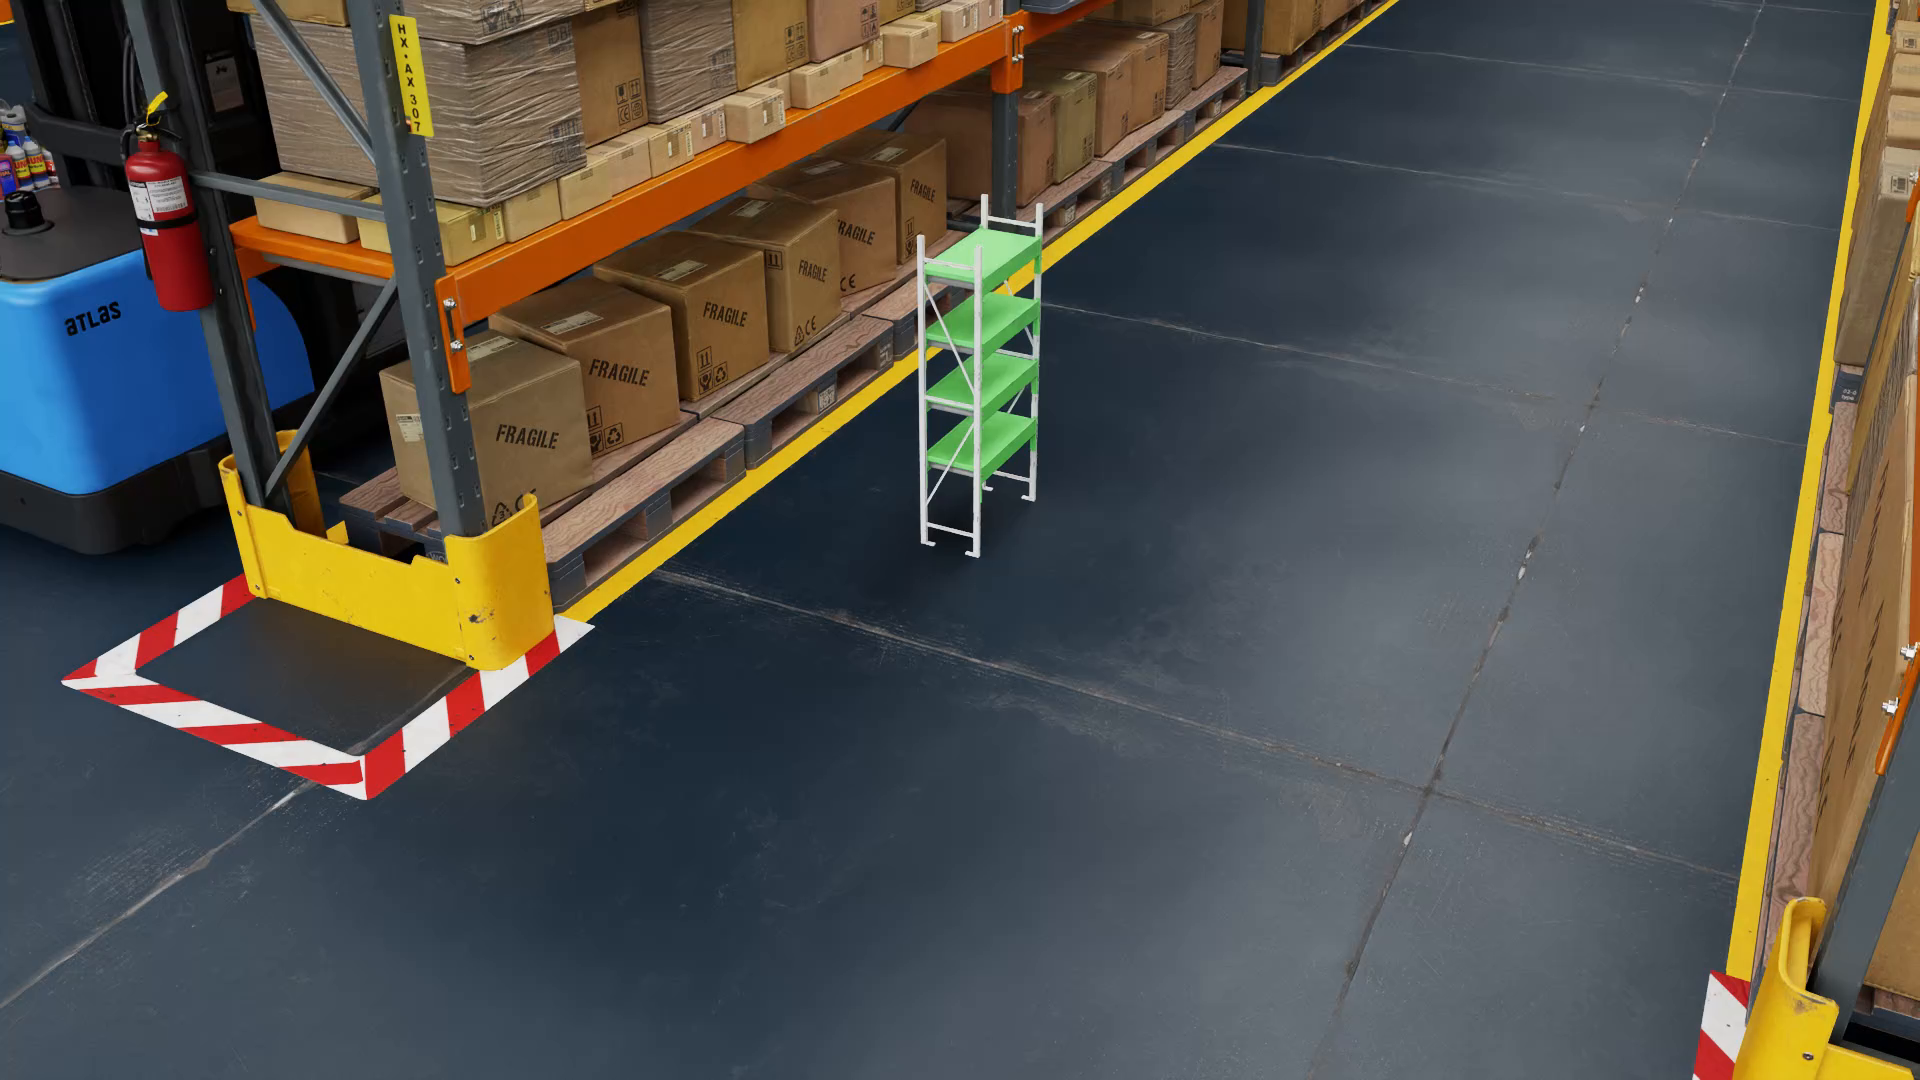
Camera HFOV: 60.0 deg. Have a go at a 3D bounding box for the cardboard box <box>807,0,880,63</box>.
[{"bbox_3d":[-0.839,-2.333,6.901,0.875,0.500,0.500,14,33,23],"label":"cardboard box"}]

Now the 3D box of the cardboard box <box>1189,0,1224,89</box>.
[{"bbox_3d":[1.353,-3.383,11.197,0.700,0.500,0.500,13,32,21],"label":"cardboard box"}]

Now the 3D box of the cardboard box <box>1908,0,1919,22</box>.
[{"bbox_3d":[6.088,-3.193,10.134,0.500,0.250,0.500,13,33,22],"label":"cardboard box"}]

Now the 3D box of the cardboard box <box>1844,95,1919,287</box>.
[{"bbox_3d":[4.834,-1.563,7.797,1.050,0.750,0.750,14,33,23],"label":"cardboard box"}]

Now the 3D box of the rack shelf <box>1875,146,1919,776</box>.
[{"bbox_3d":[3.277,-0.436,4.719,1.077,0.370,4.000,14,33,23],"label":"rack shelf"}]

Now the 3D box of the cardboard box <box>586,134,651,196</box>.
[{"bbox_3d":[-1.308,-1.324,5.795,0.380,0.149,0.250,14,33,23],"label":"cardboard box"}]

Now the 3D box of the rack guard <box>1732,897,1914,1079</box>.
[{"bbox_3d":[2.355,1.234,3.600,1.175,0.500,0.348,14,33,23],"label":"rack guard"}]

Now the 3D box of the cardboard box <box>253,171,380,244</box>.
[{"bbox_3d":[-2.057,-1.095,5.397,0.380,0.149,0.250,14,33,23],"label":"cardboard box"}]

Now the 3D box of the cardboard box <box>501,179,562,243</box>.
[{"bbox_3d":[-1.531,-1.101,5.407,0.380,0.149,0.250,14,33,23],"label":"cardboard box"}]

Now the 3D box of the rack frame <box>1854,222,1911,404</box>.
[{"bbox_3d":[4.188,-1.634,6.084,1.000,3.000,0.127,14,33,23],"label":"rack frame"}]

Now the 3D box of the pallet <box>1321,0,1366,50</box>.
[{"bbox_3d":[2.624,-4.239,13.421,1.003,0.211,1.213,14,33,23],"label":"pallet"}]

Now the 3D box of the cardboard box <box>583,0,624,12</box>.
[{"bbox_3d":[-1.276,-2.039,5.385,0.500,0.500,0.500,14,33,23],"label":"cardboard box"}]

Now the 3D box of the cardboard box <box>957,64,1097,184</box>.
[{"bbox_3d":[0.352,-2.386,9.460,0.700,0.500,0.500,14,33,23],"label":"cardboard box"}]

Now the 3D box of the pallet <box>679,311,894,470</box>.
[{"bbox_3d":[-1.010,-0.746,7.338,1.003,0.211,1.213,14,33,23],"label":"pallet"}]

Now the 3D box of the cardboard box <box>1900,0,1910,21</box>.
[{"bbox_3d":[6.544,-3.324,11.115,0.500,0.500,0.500,13,32,21],"label":"cardboard box"}]

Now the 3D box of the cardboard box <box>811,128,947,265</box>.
[{"bbox_3d":[-0.399,-1.734,8.346,0.500,0.500,0.500,13,32,22],"label":"cardboard box"}]

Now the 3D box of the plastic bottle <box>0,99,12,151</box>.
[{"bbox_3d":[-5.607,-2.434,9.695,0.144,0.351,0.185,14,33,23],"label":"plastic bottle"}]

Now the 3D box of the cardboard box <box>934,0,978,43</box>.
[{"bbox_3d":[-0.140,-2.425,7.712,0.380,0.149,0.250,14,33,23],"label":"cardboard box"}]

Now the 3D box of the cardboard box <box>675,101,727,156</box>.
[{"bbox_3d":[-1.098,-1.550,6.189,0.380,0.149,0.250,14,33,23],"label":"cardboard box"}]

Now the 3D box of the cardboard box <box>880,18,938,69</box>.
[{"bbox_3d":[-0.322,-2.191,7.306,0.380,0.149,0.250,14,33,23],"label":"cardboard box"}]

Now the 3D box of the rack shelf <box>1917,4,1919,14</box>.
[{"bbox_3d":[6.921,-3.982,10.895,1.077,0.370,4.000,14,33,23],"label":"rack shelf"}]

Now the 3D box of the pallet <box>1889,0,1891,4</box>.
[{"bbox_3d":[8.661,-4.820,14.432,1.003,0.211,1.213,14,33,23],"label":"pallet"}]

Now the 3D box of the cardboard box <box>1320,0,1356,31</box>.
[{"bbox_3d":[2.387,-4.533,12.843,1.225,0.875,0.875,14,33,23],"label":"cardboard box"}]

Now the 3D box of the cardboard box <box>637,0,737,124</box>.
[{"bbox_3d":[-1.341,-1.902,6.150,0.875,0.500,0.500,14,33,23],"label":"cardboard box"}]

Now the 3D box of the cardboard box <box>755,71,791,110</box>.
[{"bbox_3d":[-0.896,-1.778,6.587,0.380,0.149,0.250,14,33,23],"label":"cardboard box"}]

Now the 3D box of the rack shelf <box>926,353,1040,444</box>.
[{"bbox_3d":[0.075,-0.538,6.111,0.258,0.148,0.480,14,33,23],"label":"rack shelf"}]

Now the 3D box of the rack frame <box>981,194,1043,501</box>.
[{"bbox_3d":[0.187,-0.702,6.267,0.240,1.200,0.015,14,33,23],"label":"rack frame"}]

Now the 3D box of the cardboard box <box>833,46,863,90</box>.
[{"bbox_3d":[-0.631,-1.990,6.956,0.380,0.149,0.250,14,33,23],"label":"cardboard box"}]

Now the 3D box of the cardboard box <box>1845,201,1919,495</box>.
[{"bbox_3d":[3.839,-0.632,6.050,0.875,0.875,0.875,15,33,24],"label":"cardboard box"}]

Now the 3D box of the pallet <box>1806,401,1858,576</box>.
[{"bbox_3d":[3.772,-0.106,6.222,1.003,0.211,1.213,14,33,23],"label":"pallet"}]

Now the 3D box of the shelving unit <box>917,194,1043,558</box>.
[{"bbox_3d":[0.075,-0.594,6.079,0.258,1.200,0.503,14,33,23],"label":"shelving unit"}]

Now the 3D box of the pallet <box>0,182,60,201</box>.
[{"bbox_3d":[-5.488,-1.887,9.325,1.003,0.211,1.213,14,33,23],"label":"pallet"}]

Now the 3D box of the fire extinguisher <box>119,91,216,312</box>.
[{"bbox_3d":[-2.466,-1.051,5.146,0.296,0.674,0.183,14,33,23],"label":"fire extinguisher"}]

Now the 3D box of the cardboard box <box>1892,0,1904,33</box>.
[{"bbox_3d":[7.260,-4.011,12.312,0.500,0.500,0.500,16,33,25],"label":"cardboard box"}]

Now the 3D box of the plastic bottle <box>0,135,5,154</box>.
[{"bbox_3d":[-5.565,-2.279,9.574,0.097,0.201,0.097,0,30,0],"label":"plastic bottle"}]

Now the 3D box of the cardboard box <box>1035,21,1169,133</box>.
[{"bbox_3d":[0.860,-2.881,10.323,0.700,0.500,0.500,17,34,27],"label":"cardboard box"}]

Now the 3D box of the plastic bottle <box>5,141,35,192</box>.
[{"bbox_3d":[-5.153,-2.047,9.101,0.097,0.271,0.097,0,30,0],"label":"plastic bottle"}]

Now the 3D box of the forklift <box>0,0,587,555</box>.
[{"bbox_3d":[-2.809,-1.921,6.652,1.130,2.935,3.031,16,33,25],"label":"forklift"}]

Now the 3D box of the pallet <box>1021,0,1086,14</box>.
[{"bbox_3d":[0.296,-3.027,8.701,1.003,0.211,1.213,14,33,23],"label":"pallet"}]

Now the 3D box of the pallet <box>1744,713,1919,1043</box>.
[{"bbox_3d":[2.660,0.976,4.338,1.003,0.211,1.213,14,33,23],"label":"pallet"}]

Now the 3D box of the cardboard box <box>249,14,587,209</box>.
[{"bbox_3d":[-1.729,-1.441,5.348,0.875,0.500,0.500,14,33,23],"label":"cardboard box"}]

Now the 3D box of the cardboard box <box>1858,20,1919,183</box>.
[{"bbox_3d":[5.653,-2.364,9.193,1.050,0.750,0.750,14,33,23],"label":"cardboard box"}]

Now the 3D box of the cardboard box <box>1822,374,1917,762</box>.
[{"bbox_3d":[3.015,0.172,4.650,0.875,0.875,0.875,14,33,23],"label":"cardboard box"}]

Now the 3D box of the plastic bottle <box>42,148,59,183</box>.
[{"bbox_3d":[-5.063,-2.105,9.272,0.097,0.201,0.097,0,30,0],"label":"plastic bottle"}]

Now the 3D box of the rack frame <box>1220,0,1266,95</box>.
[{"bbox_3d":[1.641,-4.577,11.209,1.000,3.000,0.127,14,33,23],"label":"rack frame"}]

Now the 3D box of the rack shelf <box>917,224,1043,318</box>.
[{"bbox_3d":[0.075,-0.955,5.872,0.258,0.148,0.480,14,33,23],"label":"rack shelf"}]

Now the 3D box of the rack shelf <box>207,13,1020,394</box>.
[{"bbox_3d":[-1.092,-1.606,6.756,1.077,0.370,4.000,14,33,23],"label":"rack shelf"}]

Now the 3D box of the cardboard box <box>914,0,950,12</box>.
[{"bbox_3d":[-0.441,-2.791,7.699,0.875,0.500,0.500,14,33,23],"label":"cardboard box"}]

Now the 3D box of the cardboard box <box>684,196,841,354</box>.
[{"bbox_3d":[-0.866,-1.185,7.391,0.500,0.500,0.500,11,32,19],"label":"cardboard box"}]

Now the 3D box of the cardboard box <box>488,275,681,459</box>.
[{"bbox_3d":[-1.462,-0.675,6.502,0.500,0.500,0.500,24,38,36],"label":"cardboard box"}]

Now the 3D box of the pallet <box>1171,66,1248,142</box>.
[{"bbox_3d":[1.284,-3.022,11.301,1.003,0.211,1.213,14,33,23],"label":"pallet"}]

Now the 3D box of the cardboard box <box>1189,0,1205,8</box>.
[{"bbox_3d":[1.362,-3.706,11.006,0.500,0.250,0.500,16,33,25],"label":"cardboard box"}]

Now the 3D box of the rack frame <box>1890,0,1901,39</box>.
[{"bbox_3d":[7.832,-5.181,12.260,1.000,3.000,0.127,14,33,23],"label":"rack frame"}]
